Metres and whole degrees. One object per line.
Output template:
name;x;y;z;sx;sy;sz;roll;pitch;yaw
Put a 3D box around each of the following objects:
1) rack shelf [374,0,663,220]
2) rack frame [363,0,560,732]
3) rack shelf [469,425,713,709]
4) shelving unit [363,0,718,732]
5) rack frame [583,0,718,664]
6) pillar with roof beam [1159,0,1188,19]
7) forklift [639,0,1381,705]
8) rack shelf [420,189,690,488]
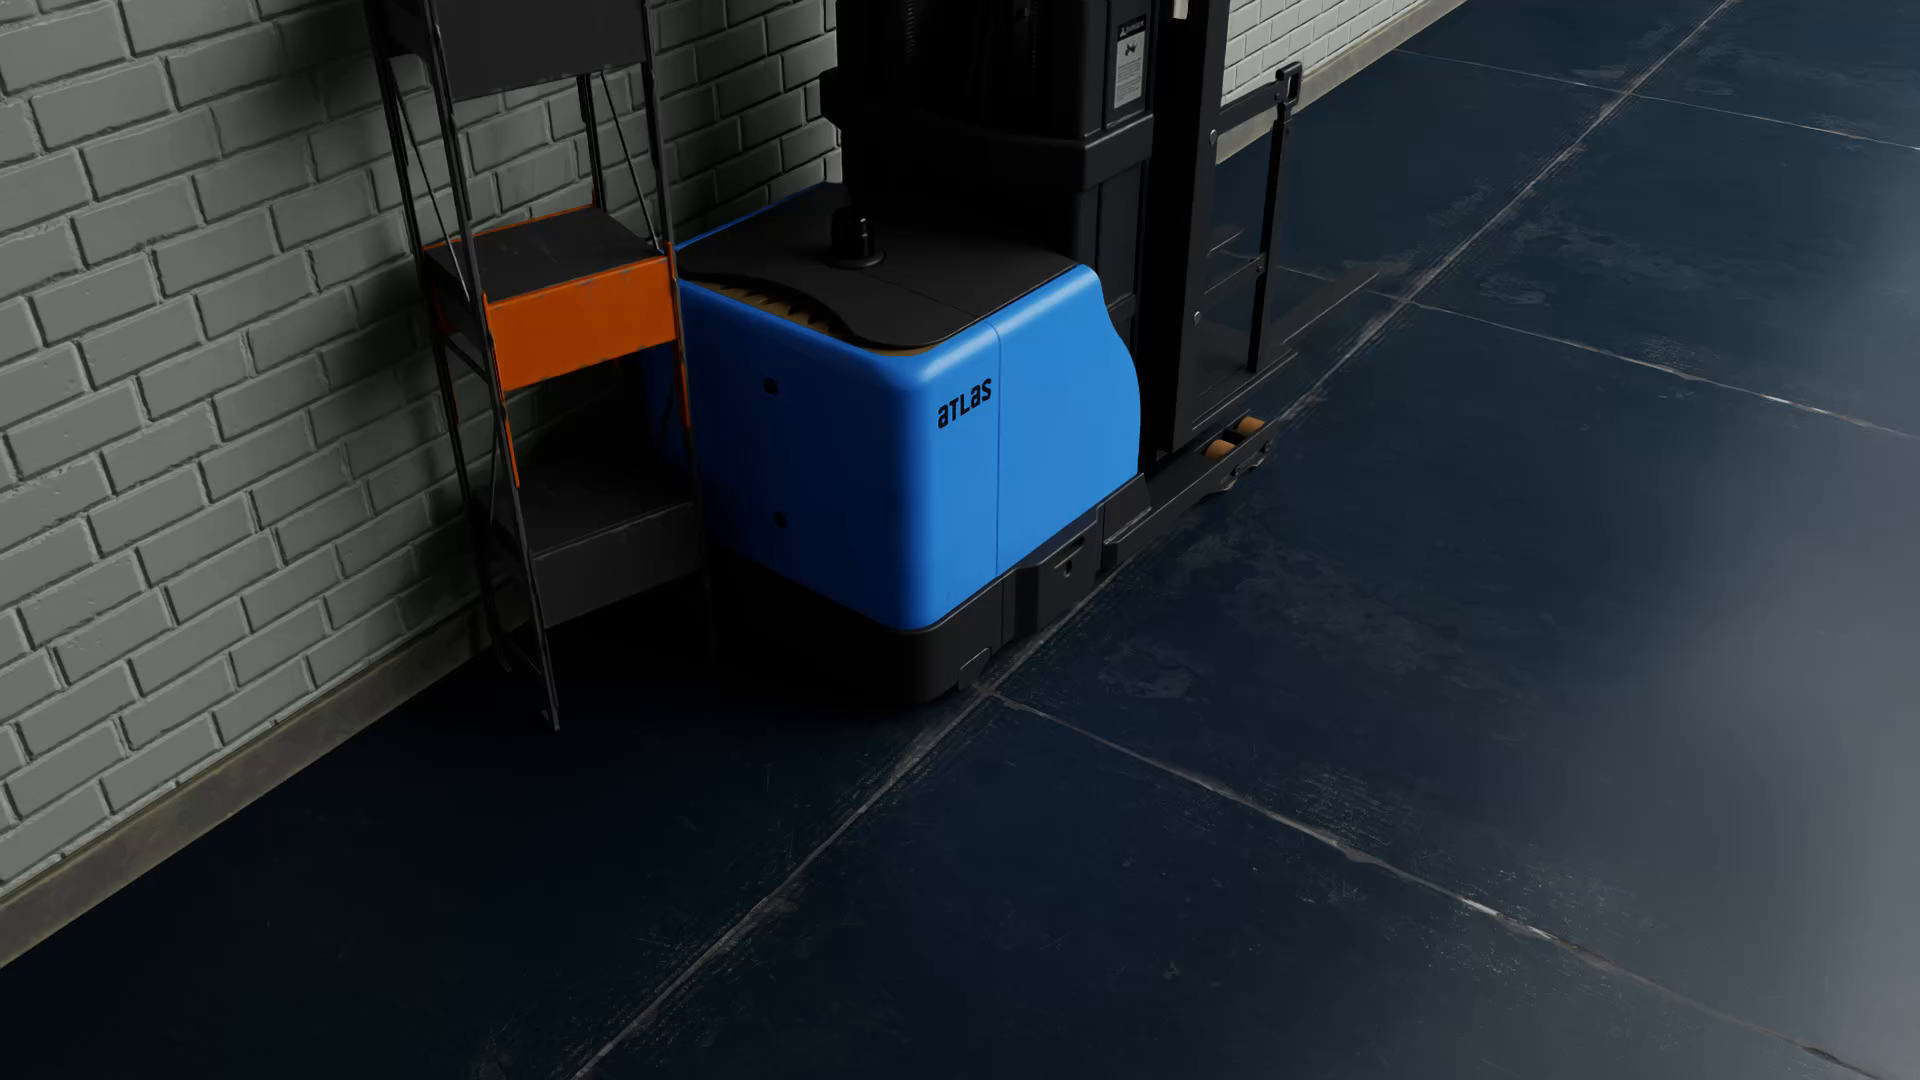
rack shelf;-1.008;-1.090;3.758;0.480;0.518;0.431;-23;41;-29
rack frame;-1.204;-0.442;4.027;0.015;2.100;0.400;-23;41;-29
rack shelf;-1.009;0.064;4.551;0.480;0.518;0.431;-23;41;-29
shelving unit;-1.008;-0.524;4.147;0.503;2.100;0.431;-23;41;-29
rack frame;-0.812;-0.606;4.267;0.015;2.100;0.400;-23;41;-29
pillar with roof beam;4.356;-3.690;2.673;9.100;9.000;0.400;21;39;28
forklift;0.416;-1.532;4.900;1.130;2.935;3.031;24;41;31
rack shelf;-1.008;-0.513;4.155;0.480;0.518;0.431;-23;41;-29
